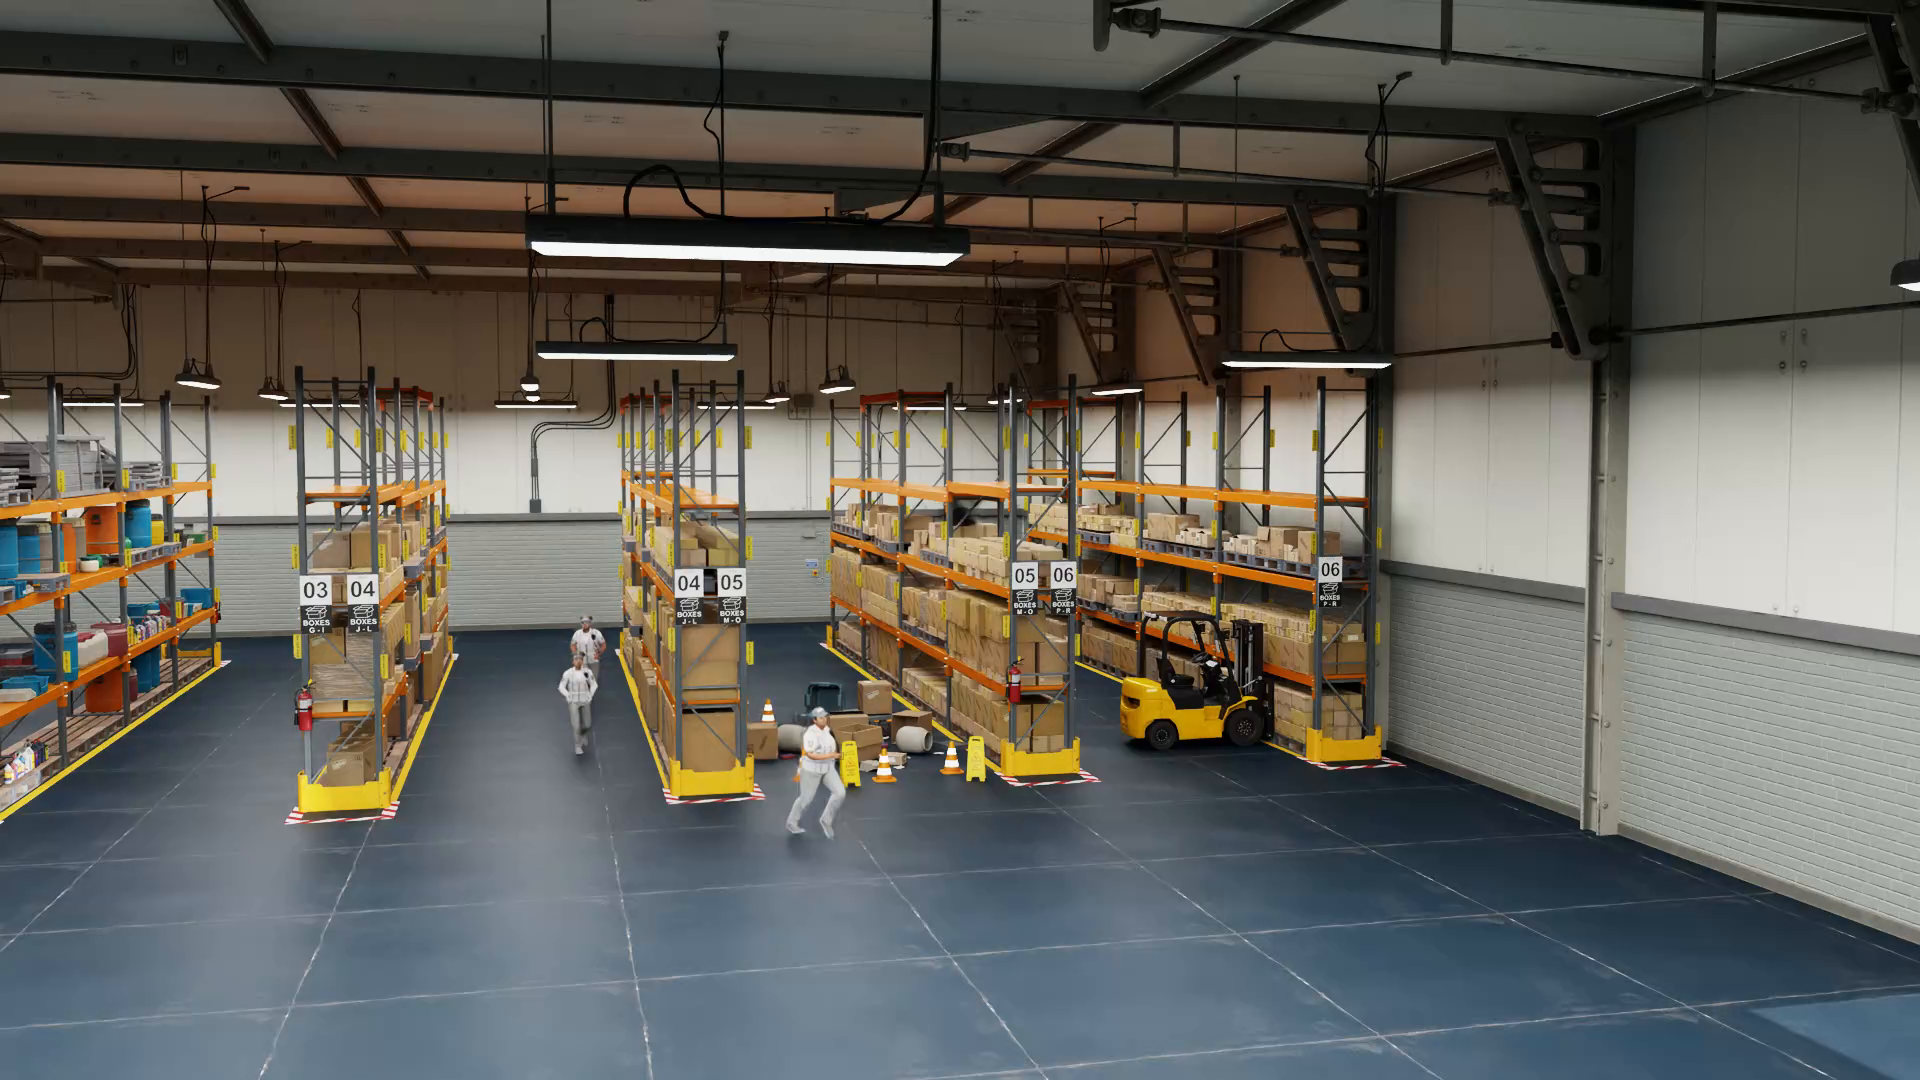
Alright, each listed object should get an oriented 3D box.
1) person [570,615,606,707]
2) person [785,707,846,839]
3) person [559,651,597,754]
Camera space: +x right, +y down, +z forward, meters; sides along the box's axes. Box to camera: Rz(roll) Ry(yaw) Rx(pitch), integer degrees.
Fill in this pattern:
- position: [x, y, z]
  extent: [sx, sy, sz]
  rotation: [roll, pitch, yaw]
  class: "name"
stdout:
- position: [-6.973, 2.276, 31.187]
  extent: [0.657, 1.775, 0.719]
  rotation: [-1, 3, -11]
  class: "person"
- position: [-1.784, 2.926, 20.943]
  extent: [0.847, 1.676, 0.611]
  rotation: [3, 4, 37]
  class: "person"
- position: [-6.103, 2.588, 26.609]
  extent: [0.612, 1.648, 0.555]
  rotation: [-1, 4, -18]
  class: "person"
